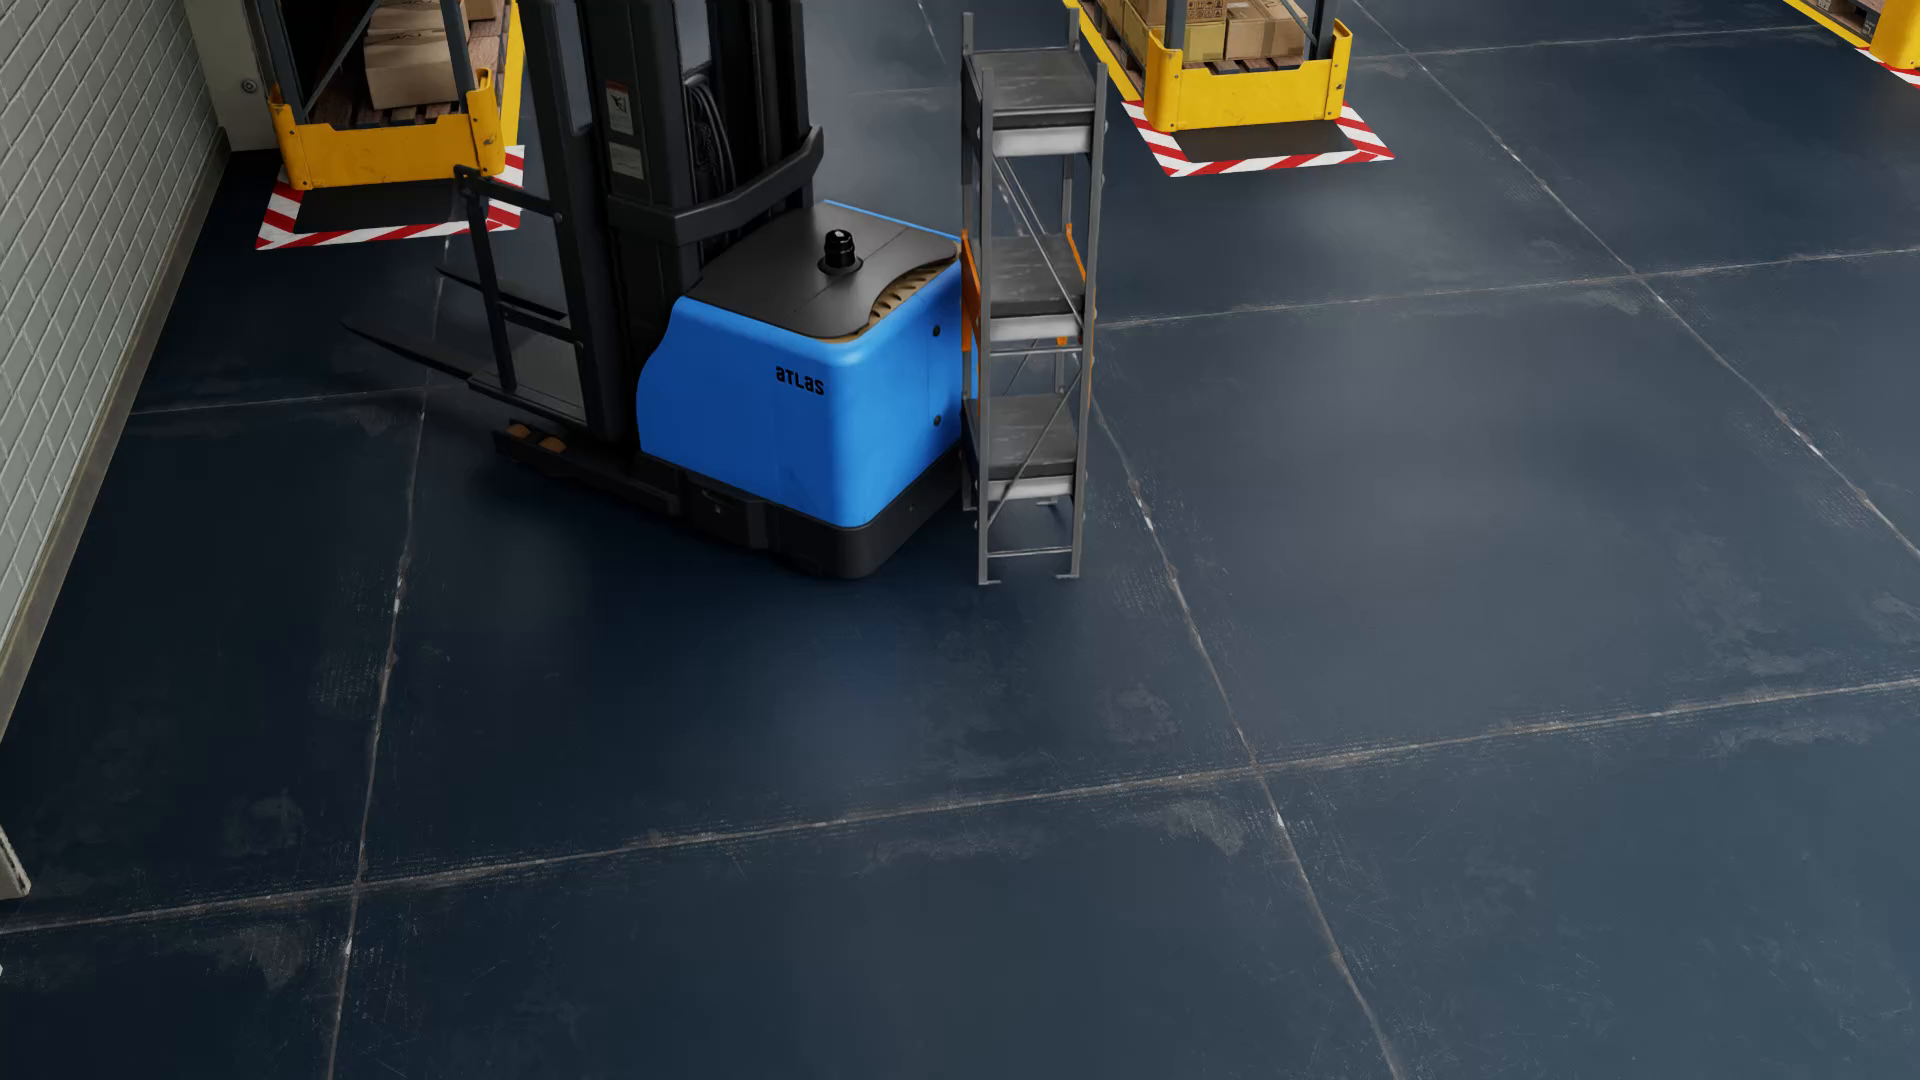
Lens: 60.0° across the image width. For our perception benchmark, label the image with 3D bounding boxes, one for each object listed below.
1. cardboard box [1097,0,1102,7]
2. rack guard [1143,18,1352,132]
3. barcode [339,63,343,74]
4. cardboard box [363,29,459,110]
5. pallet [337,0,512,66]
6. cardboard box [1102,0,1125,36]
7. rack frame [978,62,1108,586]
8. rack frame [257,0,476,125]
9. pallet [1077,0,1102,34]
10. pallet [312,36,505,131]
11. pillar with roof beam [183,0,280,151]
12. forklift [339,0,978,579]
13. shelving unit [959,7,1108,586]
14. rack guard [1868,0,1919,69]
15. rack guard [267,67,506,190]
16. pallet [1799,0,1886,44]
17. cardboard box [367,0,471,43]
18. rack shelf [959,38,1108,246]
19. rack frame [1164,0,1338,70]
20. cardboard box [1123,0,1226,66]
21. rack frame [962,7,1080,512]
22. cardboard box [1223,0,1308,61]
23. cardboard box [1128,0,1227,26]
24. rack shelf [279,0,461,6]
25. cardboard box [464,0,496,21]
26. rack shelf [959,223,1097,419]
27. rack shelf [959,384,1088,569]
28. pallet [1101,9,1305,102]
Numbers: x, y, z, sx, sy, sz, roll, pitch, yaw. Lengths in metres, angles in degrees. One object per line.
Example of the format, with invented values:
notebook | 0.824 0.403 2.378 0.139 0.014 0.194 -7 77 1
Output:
cardboard box | 1.128 -3.755 11.037 0.500 0.250 0.500 -6 38 -8
rack guard | 1.706 -2.778 9.919 1.175 0.500 0.348 -6 38 -8
barcode | -3.604 -2.756 9.678 0.001 0.075 0.075 -6 38 -8
cardboard box | -3.207 -2.785 9.722 0.500 0.311 0.500 -10 39 -13
pallet | -3.506 -3.420 10.980 1.003 0.211 1.213 -6 38 -8
cardboard box | 1.218 -3.453 10.648 0.500 0.250 0.500 -6 38 -8
rack frame | 0.269 -0.669 5.899 0.400 2.100 0.015 -4 38 -6
rack frame | -3.174 -3.245 8.482 1.000 3.000 0.127 -6 38 -8
pallet | 1.316 -3.872 11.561 1.003 0.211 1.213 -6 38 -8
pallet | -3.295 -2.684 10.033 1.003 0.211 1.213 -6 38 -8
pillar with roof beam | 0.090 -6.407 7.662 9.100 9.000 0.400 -6 38 -8
forklift | -1.407 -1.683 6.528 3.031 2.935 1.130 20 42 24
shelving unit | 0.239 -0.817 6.090 0.431 2.100 0.503 -4 38 -6
rack guard | 6.520 -3.364 10.673 1.175 0.500 0.348 -6 38 -8
rack guard | -3.187 -2.304 9.308 1.175 0.500 0.348 -6 38 -8
pallet | 6.383 -3.741 11.394 1.003 0.211 1.213 -6 38 -8
cardboard box | -3.307 -3.129 10.165 0.500 0.311 0.500 -3 38 -4
rack shelf | 0.239 -1.359 5.669 0.431 0.518 0.480 -4 38 -6
rack frame | 1.702 -3.780 9.171 1.000 3.000 0.127 -6 38 -8
cardboard box | 1.317 -3.152 10.261 0.500 0.250 0.500 -6 38 -8
rack frame | 0.208 -0.966 6.281 0.400 2.100 0.015 -4 38 -6
cardboard box | 1.827 -3.208 10.333 0.500 0.250 0.500 -6 38 -8
cardboard box | 1.315 -3.448 10.031 0.500 0.500 0.500 -6 38 -8
rack shelf | -3.525 -4.169 10.258 1.077 0.370 4.000 -6 38 -8
cardboard box | -3.386 -3.652 10.685 0.700 0.500 0.500 -9 39 -11
rack shelf | 0.239 -0.806 6.099 0.431 0.518 0.480 -4 38 -6
rack shelf | 0.239 -0.253 6.528 0.431 0.518 0.480 -4 38 -6
pallet | 1.527 -3.136 10.615 1.003 0.211 1.213 -6 38 -8
